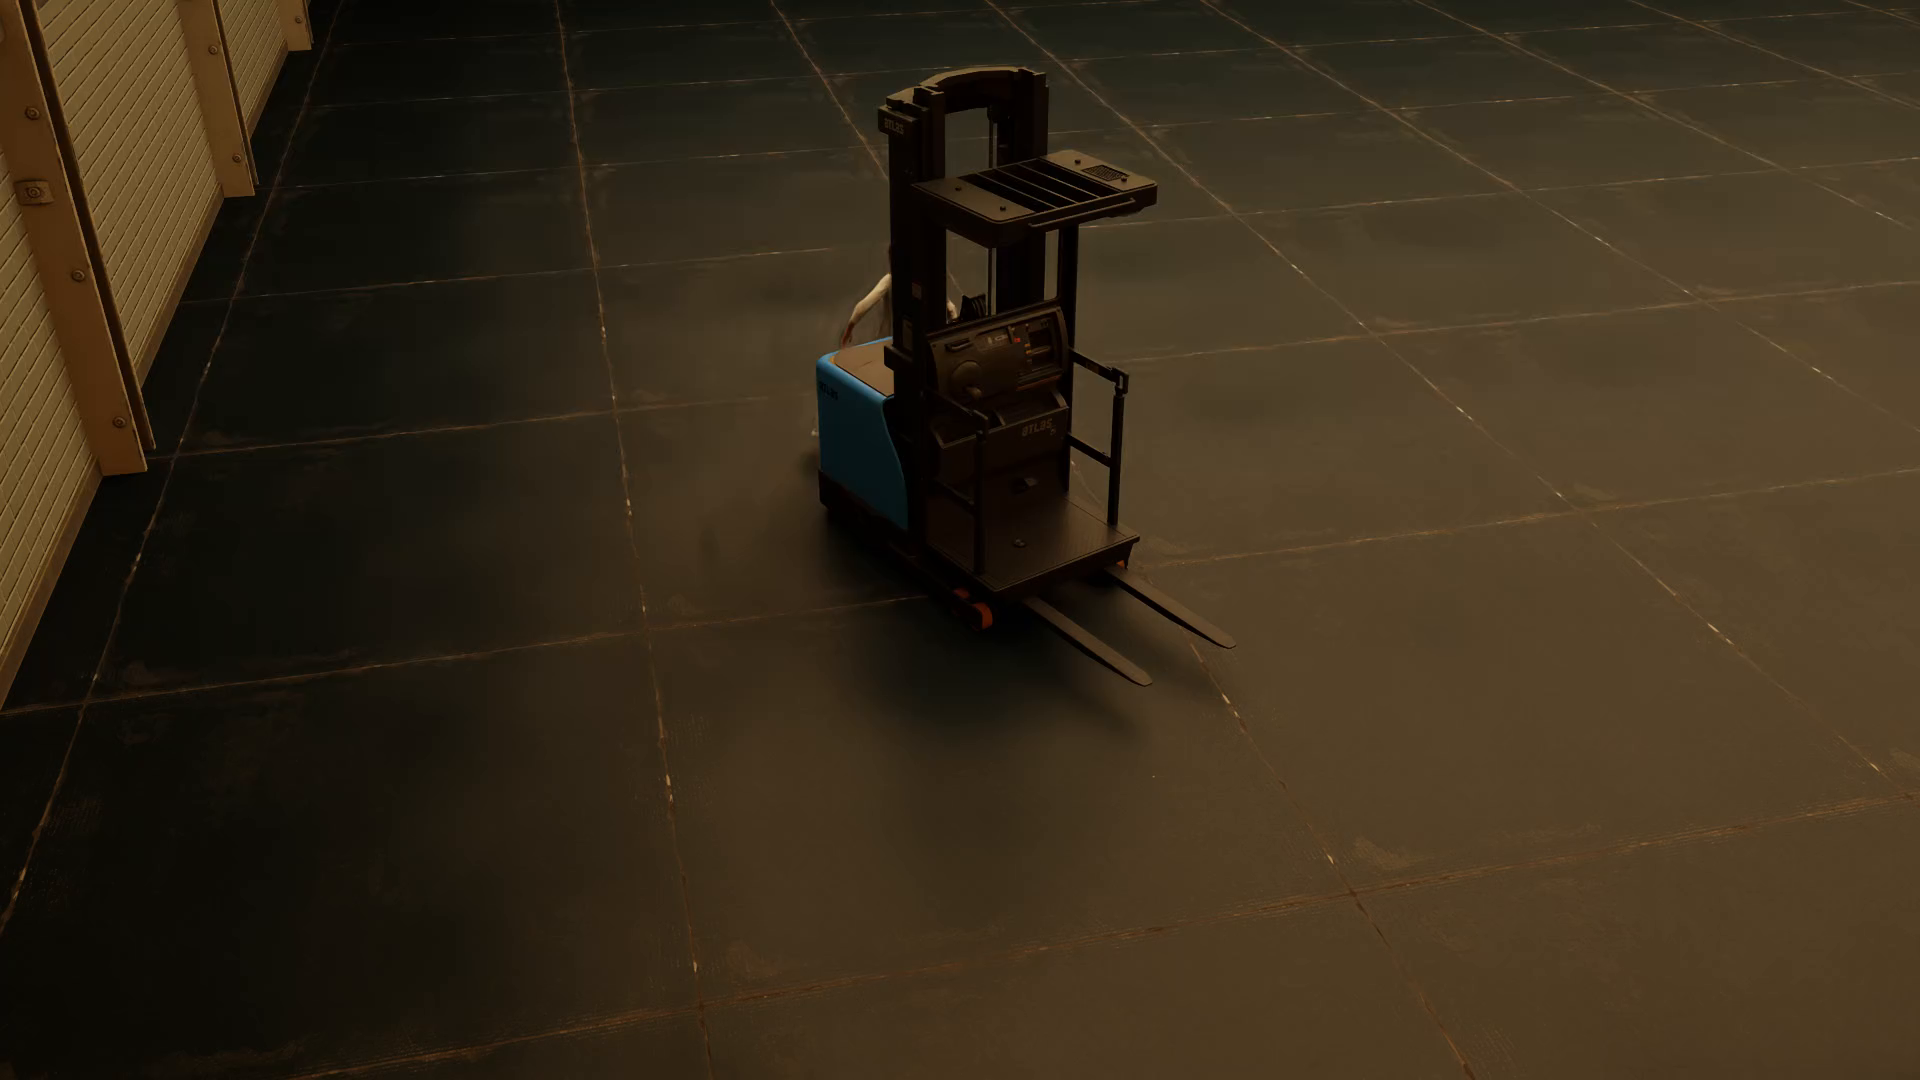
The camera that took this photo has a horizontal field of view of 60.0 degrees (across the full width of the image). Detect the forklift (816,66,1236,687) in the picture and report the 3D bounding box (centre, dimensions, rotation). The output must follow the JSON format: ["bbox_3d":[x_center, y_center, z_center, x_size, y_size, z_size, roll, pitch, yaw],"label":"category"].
[{"bbox_3d":[0.355,-1.021,9.338,1.130,2.935,3.031,-20,35,-30],"label":"forklift"}]

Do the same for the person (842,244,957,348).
[{"bbox_3d":[-0.394,-1.368,11.417,0.803,1.484,0.454,2,30,3],"label":"person"}]
